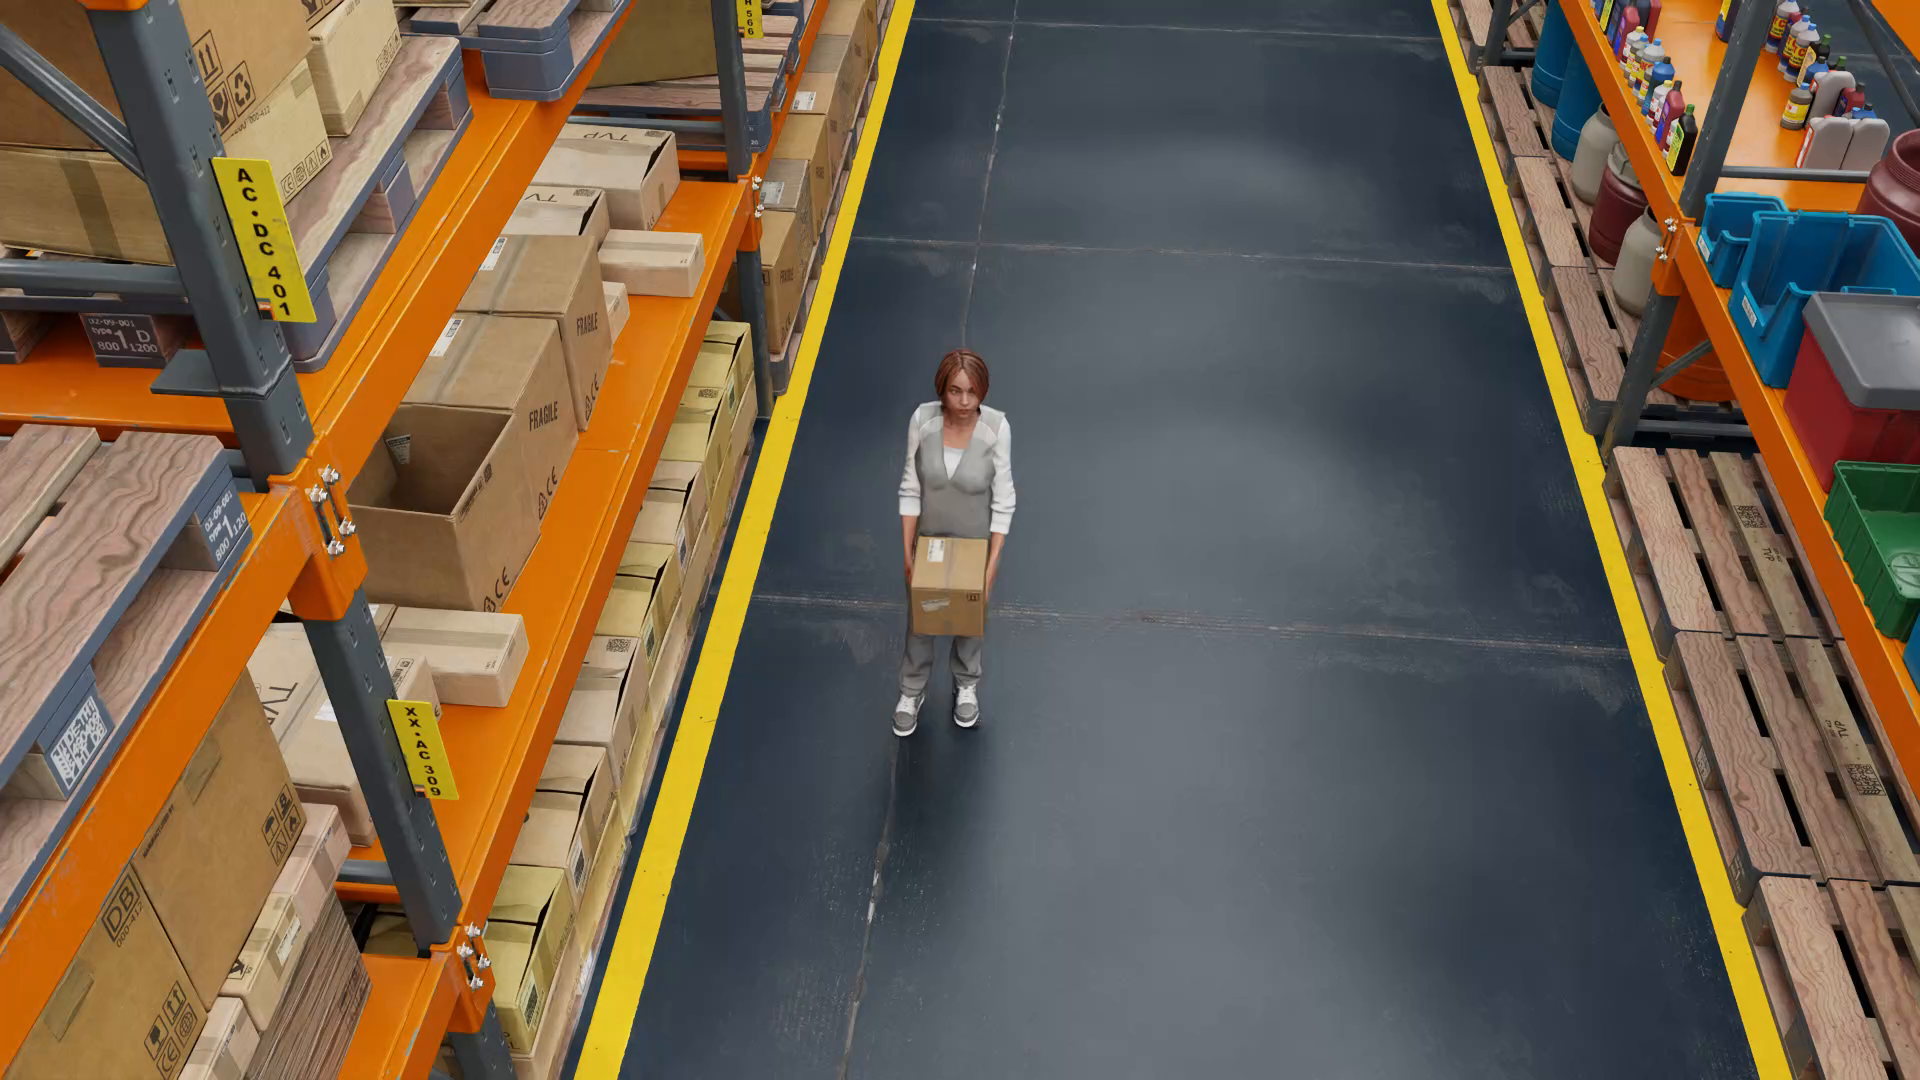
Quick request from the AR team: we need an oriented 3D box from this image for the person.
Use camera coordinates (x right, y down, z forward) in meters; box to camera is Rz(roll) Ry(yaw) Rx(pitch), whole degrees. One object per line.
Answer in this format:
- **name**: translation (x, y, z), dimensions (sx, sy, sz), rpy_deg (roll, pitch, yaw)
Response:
- **person**: translation (-0.028, 0.043, 6.108), dimensions (0.456, 1.600, 0.443), rpy_deg (4, 41, 4)
